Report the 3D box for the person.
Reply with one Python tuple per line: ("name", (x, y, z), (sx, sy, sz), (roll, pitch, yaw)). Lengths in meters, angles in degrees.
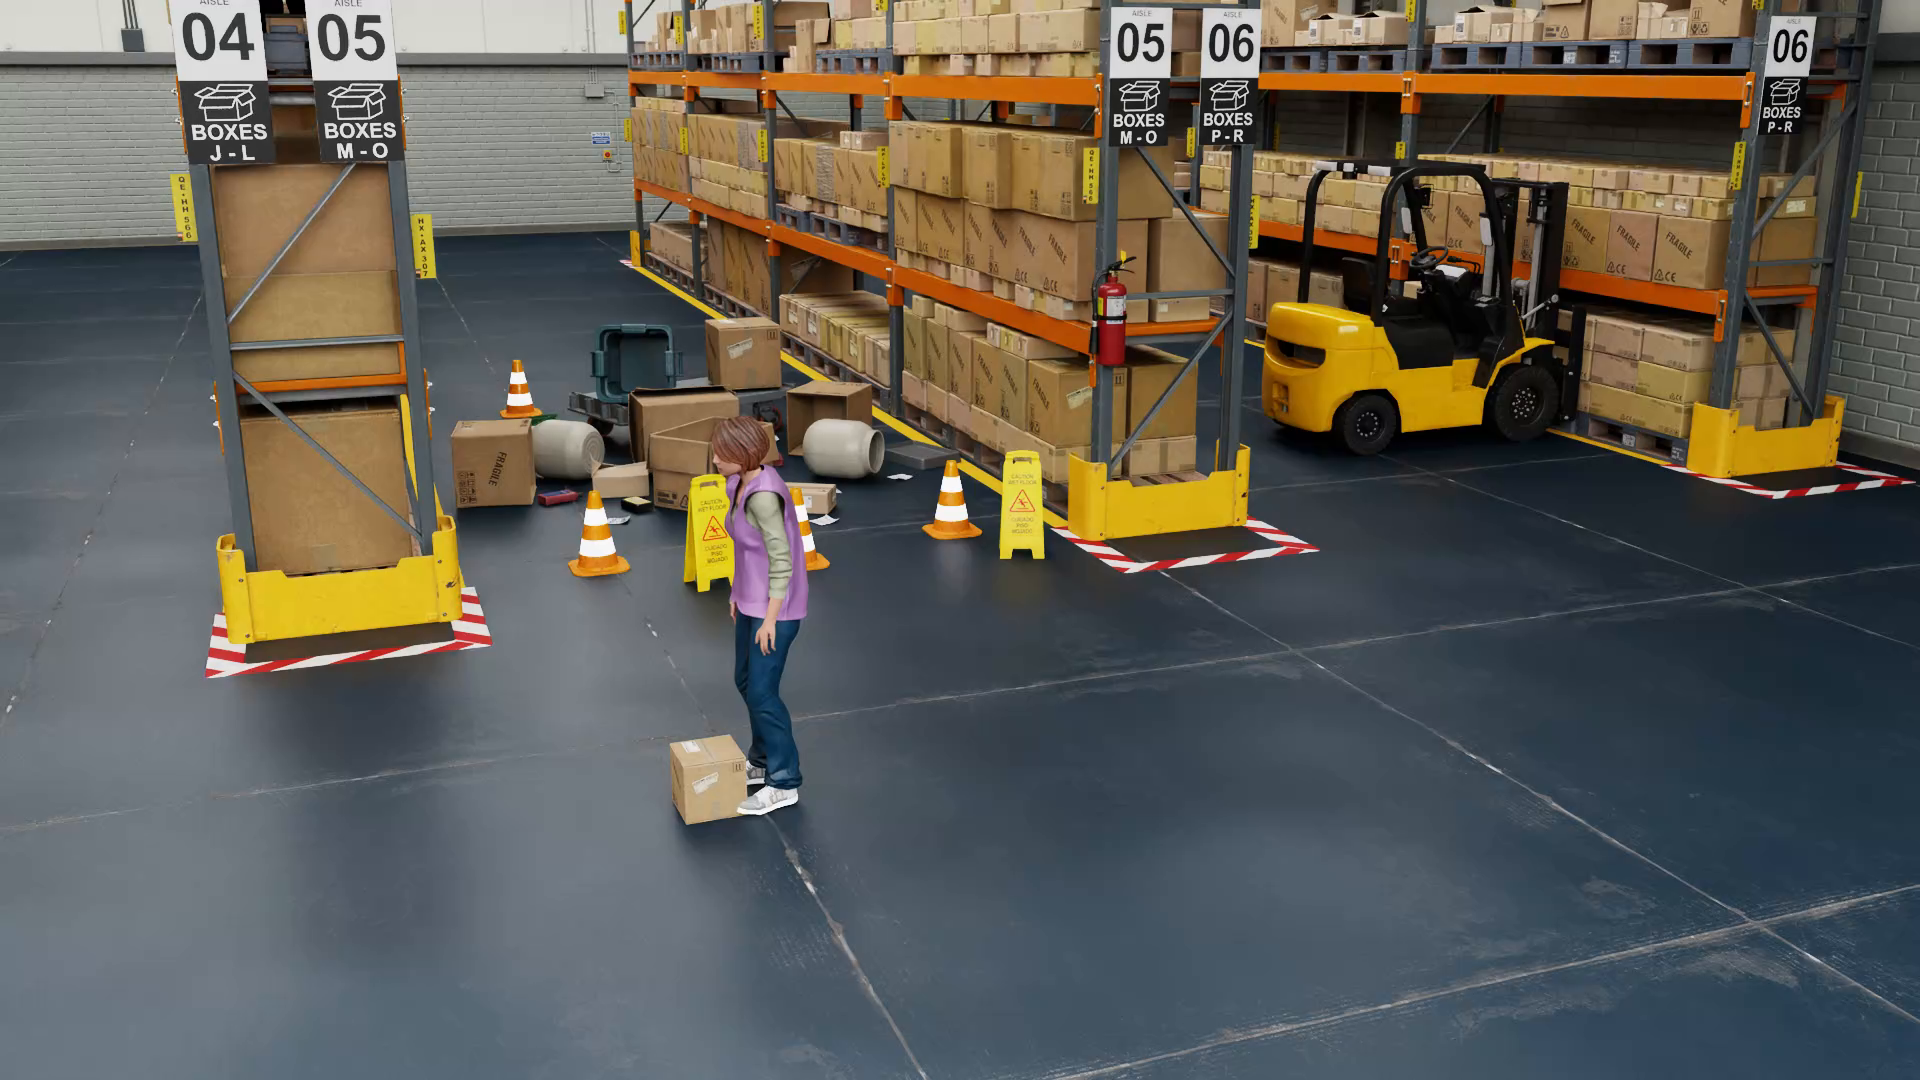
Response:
("person", (-0.786, 0.285, 6.551), (0.349, 1.590, 0.473), (-6, 17, -21))
